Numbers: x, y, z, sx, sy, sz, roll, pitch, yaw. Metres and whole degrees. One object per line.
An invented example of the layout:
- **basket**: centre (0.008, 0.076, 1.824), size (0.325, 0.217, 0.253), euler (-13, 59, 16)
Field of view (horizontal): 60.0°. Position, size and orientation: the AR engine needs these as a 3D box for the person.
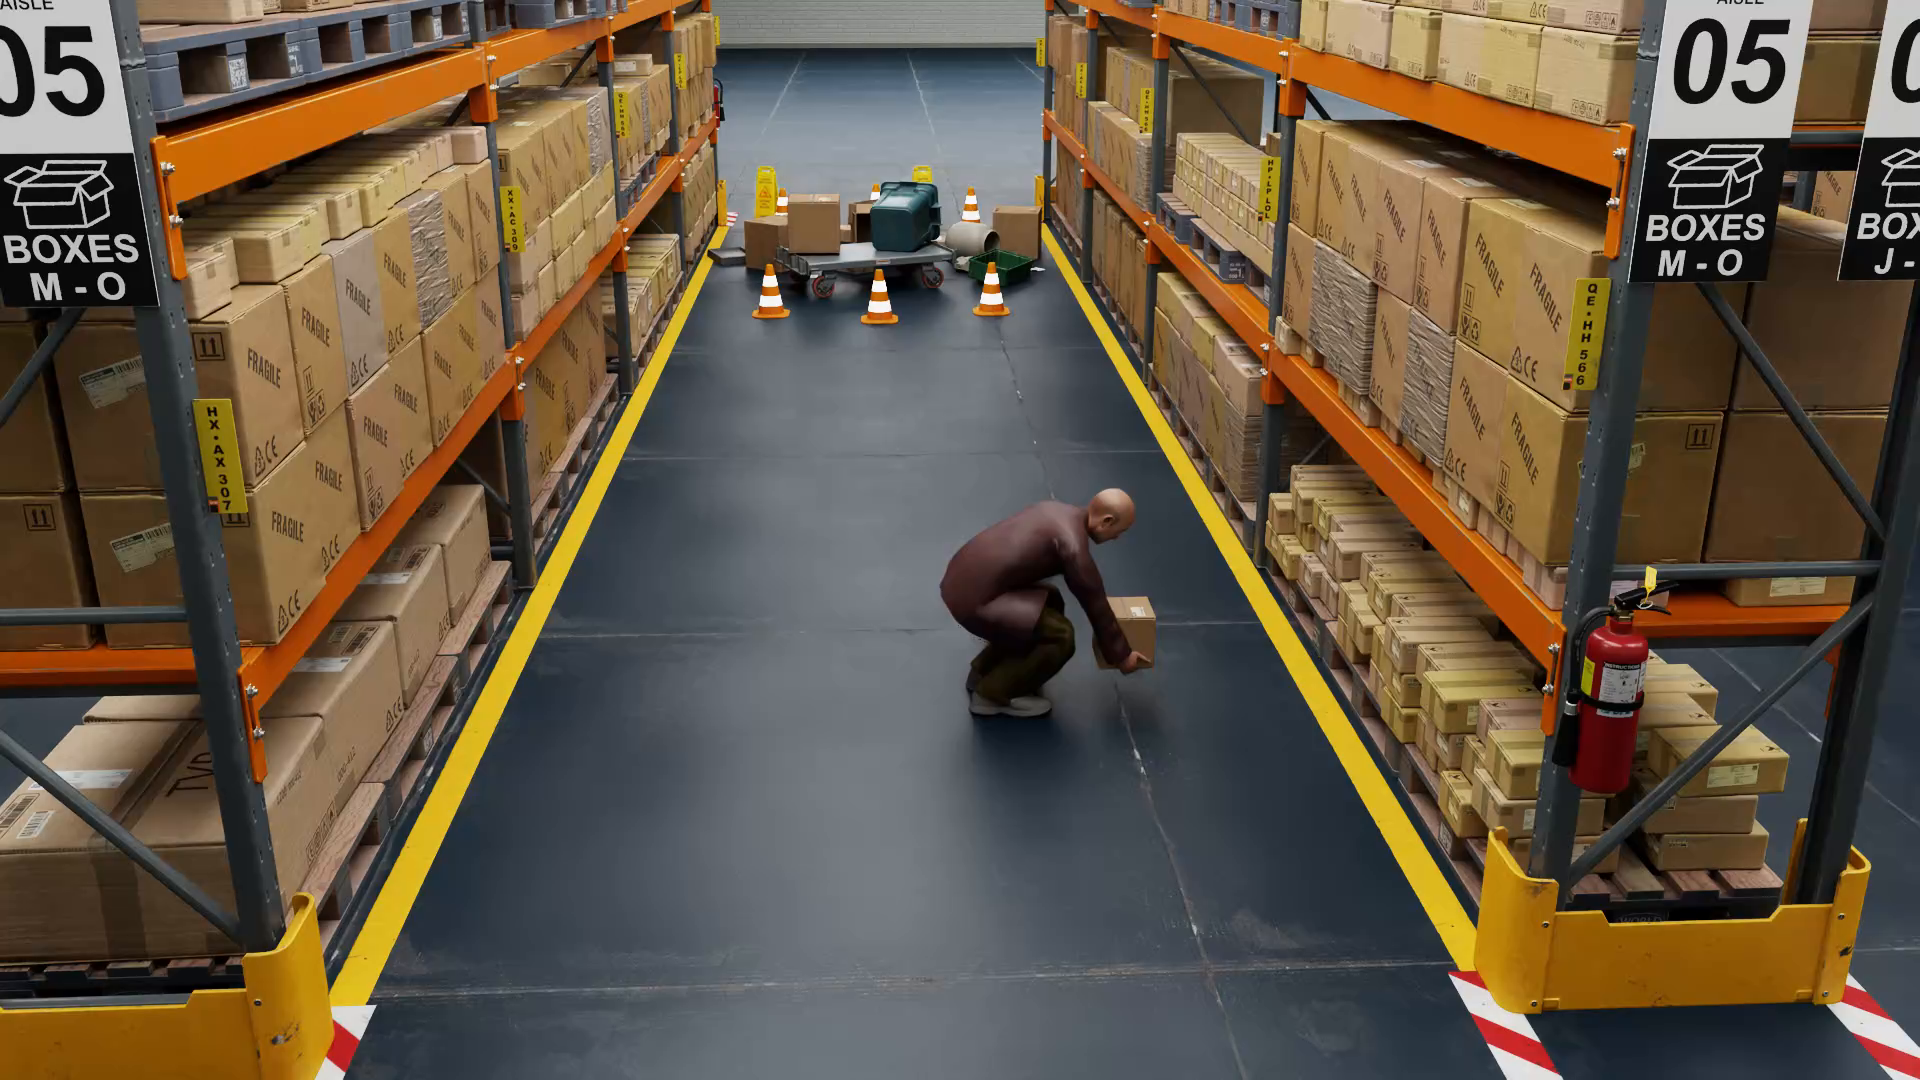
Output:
- **person**: centre (0.381, 0.302, 7.520), size (0.948, 0.923, 0.581), euler (-2, 20, -4)
